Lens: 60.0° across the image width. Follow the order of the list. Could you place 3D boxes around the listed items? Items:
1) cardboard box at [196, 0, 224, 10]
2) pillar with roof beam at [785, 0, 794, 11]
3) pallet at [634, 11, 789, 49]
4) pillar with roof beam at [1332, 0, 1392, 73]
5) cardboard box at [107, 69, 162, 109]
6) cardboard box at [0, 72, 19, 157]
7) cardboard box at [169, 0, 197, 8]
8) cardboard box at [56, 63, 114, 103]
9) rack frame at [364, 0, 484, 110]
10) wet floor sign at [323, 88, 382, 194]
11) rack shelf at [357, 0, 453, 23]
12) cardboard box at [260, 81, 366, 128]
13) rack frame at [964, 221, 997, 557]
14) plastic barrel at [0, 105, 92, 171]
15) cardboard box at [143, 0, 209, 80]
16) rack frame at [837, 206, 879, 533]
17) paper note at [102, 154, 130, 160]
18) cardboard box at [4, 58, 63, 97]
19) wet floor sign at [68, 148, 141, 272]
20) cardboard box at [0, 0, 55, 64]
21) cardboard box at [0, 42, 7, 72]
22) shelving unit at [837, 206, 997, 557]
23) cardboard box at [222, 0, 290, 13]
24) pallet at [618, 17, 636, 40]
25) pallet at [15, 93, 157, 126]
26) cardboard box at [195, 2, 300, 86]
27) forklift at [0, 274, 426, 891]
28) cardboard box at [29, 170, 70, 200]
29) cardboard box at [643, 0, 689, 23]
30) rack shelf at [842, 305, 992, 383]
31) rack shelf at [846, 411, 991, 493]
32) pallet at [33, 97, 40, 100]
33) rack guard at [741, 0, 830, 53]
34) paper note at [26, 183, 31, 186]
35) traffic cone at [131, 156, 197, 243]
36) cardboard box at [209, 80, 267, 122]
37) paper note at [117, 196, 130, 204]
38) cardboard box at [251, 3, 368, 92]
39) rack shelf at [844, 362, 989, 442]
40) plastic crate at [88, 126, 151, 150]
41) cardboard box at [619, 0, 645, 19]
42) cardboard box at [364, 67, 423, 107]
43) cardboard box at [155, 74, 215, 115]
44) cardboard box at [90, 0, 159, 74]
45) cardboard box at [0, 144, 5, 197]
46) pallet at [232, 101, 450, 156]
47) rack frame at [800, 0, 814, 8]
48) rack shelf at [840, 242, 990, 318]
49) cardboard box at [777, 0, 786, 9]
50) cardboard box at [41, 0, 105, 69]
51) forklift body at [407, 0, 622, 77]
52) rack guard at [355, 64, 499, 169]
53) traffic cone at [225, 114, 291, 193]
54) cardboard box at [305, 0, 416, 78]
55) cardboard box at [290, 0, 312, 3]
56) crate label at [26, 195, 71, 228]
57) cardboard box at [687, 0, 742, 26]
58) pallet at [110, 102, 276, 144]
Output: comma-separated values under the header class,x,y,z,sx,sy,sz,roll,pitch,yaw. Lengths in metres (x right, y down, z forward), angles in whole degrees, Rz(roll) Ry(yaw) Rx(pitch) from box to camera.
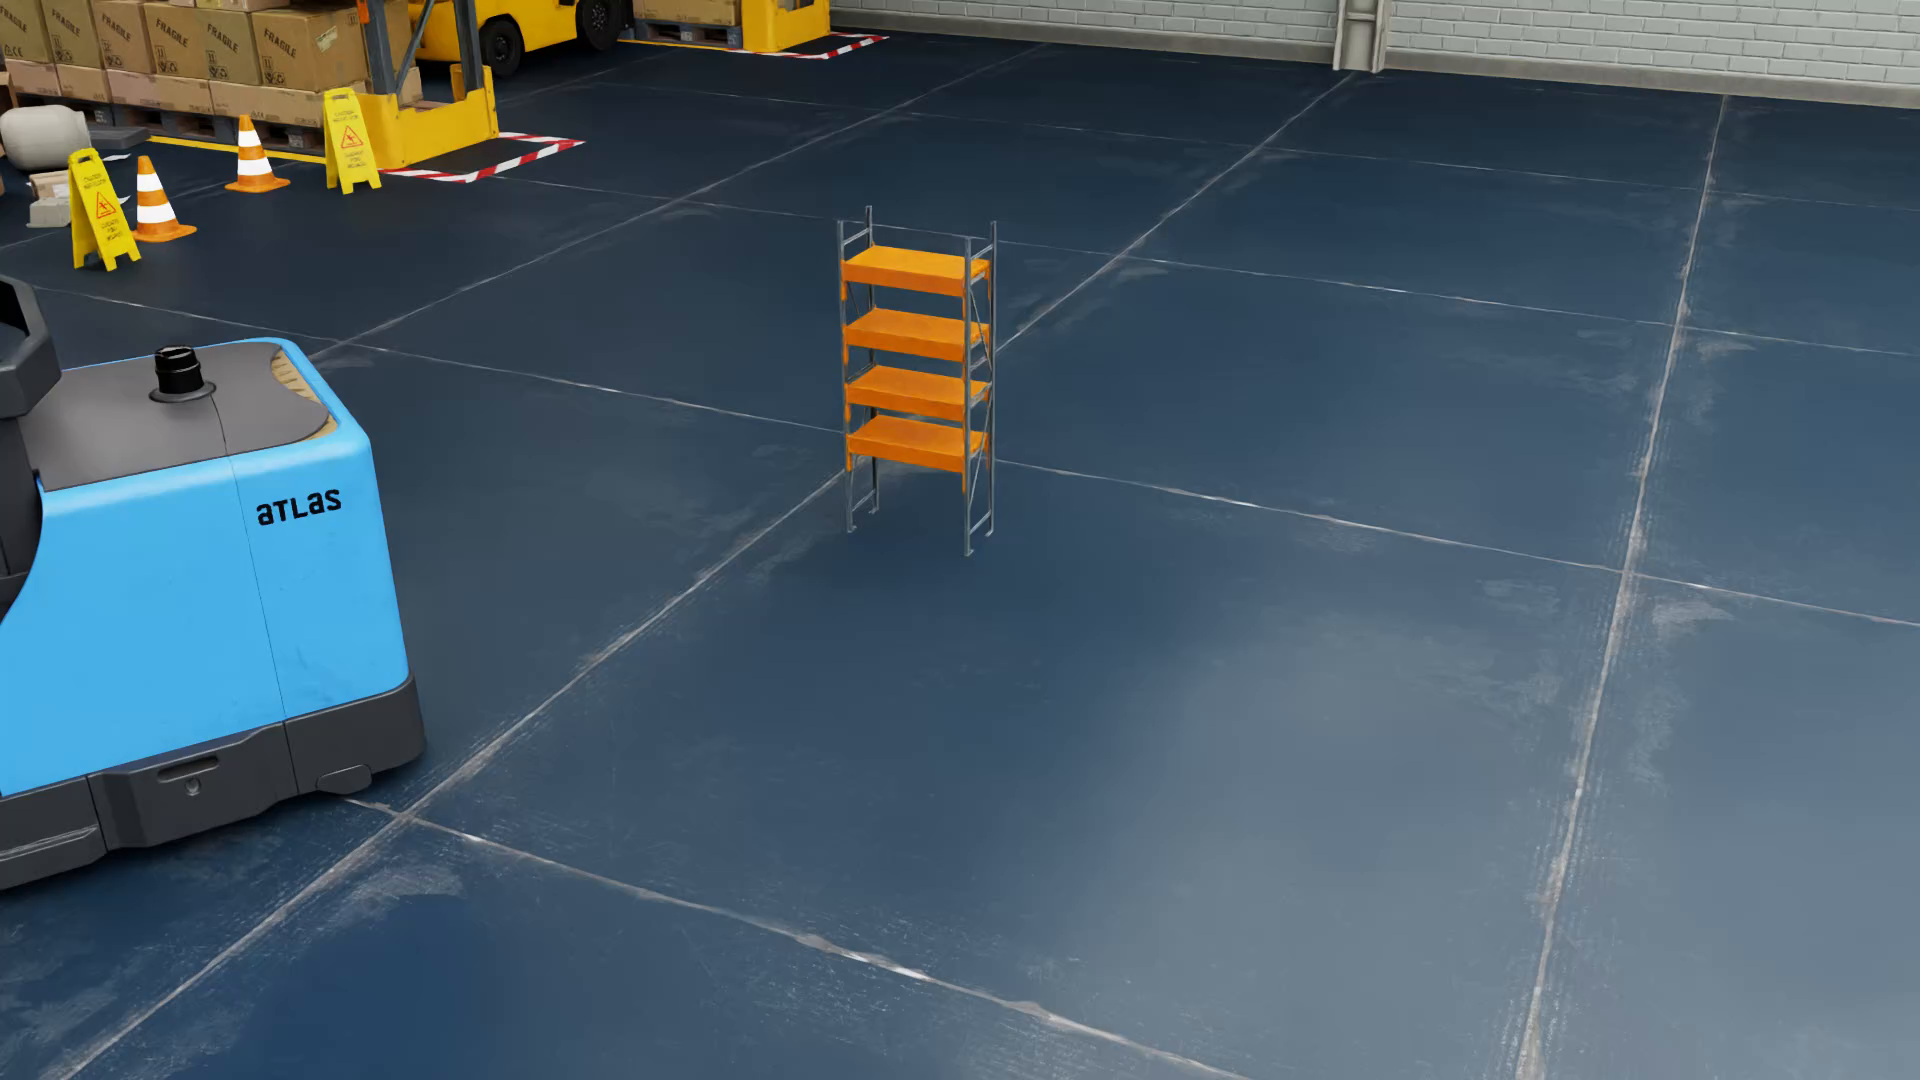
class,x,y,z,sx,sy,sz,roll,pitch,yaw
cardboard box,-5.151,-3.844,11.716,0.250,0.149,0.380,12,29,23
pillar with roof beam,-3.716,-7.580,11.458,0.400,9.000,9.100,11,28,22
pallet,-2.387,-5.002,16.170,1.213,0.211,1.003,11,28,22
pillar with roof beam,1.746,-6.483,9.229,0.400,9.000,9.100,11,28,22
cardboard box,-5.966,-3.414,12.425,0.500,0.250,0.500,11,28,21
cardboard box,-6.953,-3.001,11.777,0.500,0.500,0.500,-12,29,-23
cardboard box,-5.390,-3.893,11.816,0.250,0.149,0.380,13,29,24
cardboard box,-6.450,-3.510,12.620,0.500,0.250,0.500,13,29,25
rack frame,-3.724,-4.133,11.249,0.127,3.000,1.000,11,28,22
wet floor sign,-3.994,-2.612,10.824,0.232,0.644,0.267,23,35,39
rack shelf,-5.545,-4.176,12.150,4.000,0.370,1.077,11,28,22
cardboard box,-4.593,-3.132,11.853,0.500,0.250,0.500,11,28,22
rack frame,0.071,-0.524,5.956,0.015,1.200,0.240,11,28,22
plastic barrel,-6.231,-2.746,11.348,0.512,0.421,0.421,-12,29,-23
cardboard box,-5.495,-3.655,12.066,0.500,0.500,0.500,11,28,21
rack frame,-0.373,-0.613,6.137,0.015,1.200,0.240,11,28,22
paper note,-5.933,-2.694,11.687,0.148,0.019,0.142,2,26,4
cardboard box,-6.940,-3.603,12.809,0.500,0.250,0.500,10,28,19
wet floor sign,-4.835,-1.859,9.295,0.232,0.644,0.267,6,27,13
cardboard box,-6.940,-3.939,12.644,0.500,0.500,0.500,13,29,24
cardboard box,-7.844,-3.969,13.415,0.625,0.372,0.950,12,29,22
shelving unit,-0.151,-0.569,6.046,0.503,1.200,0.258,11,28,22
cardboard box,-4.924,-3.797,11.620,0.250,0.149,0.380,12,29,23
pallet,-3.493,-5.225,16.624,1.213,0.211,1.003,11,28,22
pallet,-6.740,-3.505,13.130,1.213,0.211,1.003,11,28,22
cardboard box,-5.038,-3.560,11.873,0.500,0.500,0.500,12,29,24
forklift,-3.085,-0.470,3.886,3.031,2.935,1.130,-15,30,-28
cardboard box,-5.753,-2.281,10.715,0.380,0.149,0.250,-18,31,-31
cardboard box,-2.680,-5.138,15.927,0.500,0.250,0.500,11,28,22
rack shelf,-0.151,-0.709,5.977,0.480,0.148,0.258,11,28,22
rack shelf,-0.151,-0.330,6.164,0.480,0.148,0.258,11,28,22
pallet,-8.075,-3.755,13.638,1.213,0.211,1.003,11,28,22
rack guard,-1.651,-5.004,15.847,0.348,0.500,1.175,11,28,22
paper note,-6.120,-2.384,11.070,0.142,0.019,0.148,23,35,39
traffic cone,-4.800,-2.046,9.882,0.334,0.463,0.336,11,28,22
cardboard box,-5.040,-3.225,12.043,0.500,0.250,0.500,11,28,22
paper note,-5.409,-2.173,10.630,0.142,0.019,0.148,2,26,4
cardboard box,-4.562,-3.466,11.682,0.500,0.500,0.500,12,28,22
rack shelf,-0.151,-0.508,6.076,0.480,0.148,0.258,11,28,22
plastic crate,-6.276,-2.938,12.126,0.583,0.080,0.402,2,26,4
cardboard box,-3.132,-5.233,16.121,0.500,0.250,0.500,12,29,22
cardboard box,-4.344,-3.347,12.289,0.500,0.250,0.500,11,28,21
cardboard box,-5.519,-3.319,12.232,0.500,0.250,0.500,10,28,20
cardboard box,-5.977,-3.751,12.260,0.500,0.500,0.500,13,29,24
cardboard box,-6.371,-2.316,10.385,0.637,0.503,0.797,-7,27,-14
pallet,-4.518,-3.059,12.223,1.213,0.211,1.003,11,28,22
rack frame,-1.673,-6.130,15.304,0.127,3.000,1.000,11,28,22
rack shelf,-0.151,-0.921,5.873,0.480,0.148,0.258,11,28,22
cardboard box,-2.039,-5.253,16.161,0.500,0.250,0.500,11,28,22
cardboard box,-6.448,-3.846,12.454,0.500,0.500,0.500,13,29,24
forklift body,-4.155,-5.362,14.706,1.214,2.155,2.313,11,28,22
rack guard,-3.794,-3.025,11.829,0.348,0.500,1.175,11,28,22
traffic cone,-4.650,-2.555,10.915,0.334,0.463,0.336,11,28,22
cardboard box,-4.366,-3.687,12.131,0.500,0.500,0.500,10,28,20
cardboard box,-4.844,-3.781,12.322,0.500,0.500,0.500,10,28,20
crate label,-5.541,-2.019,10.196,0.298,0.136,0.250,-2,26,-5
cardboard box,-2.232,-5.043,15.735,0.500,0.250,0.500,12,28,22
pallet,-5.625,-3.282,12.678,1.213,0.211,1.003,11,28,22
